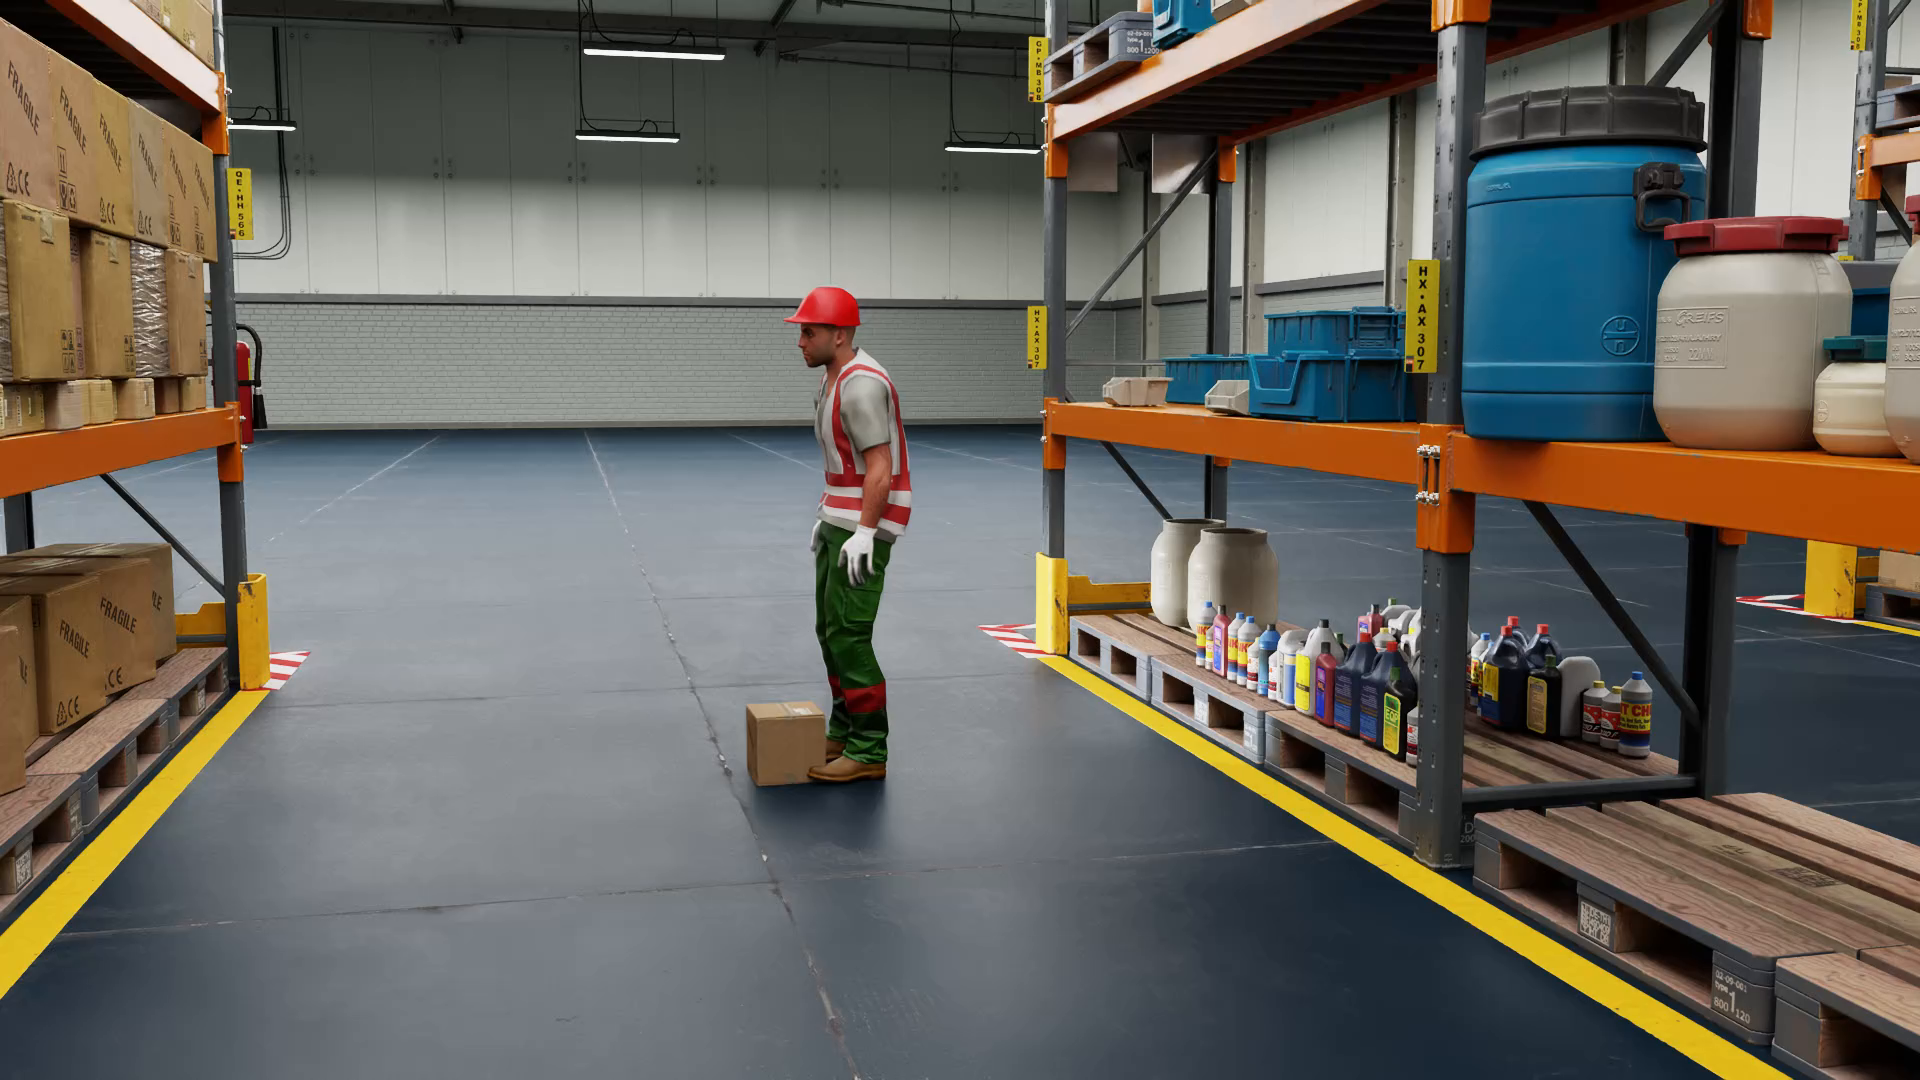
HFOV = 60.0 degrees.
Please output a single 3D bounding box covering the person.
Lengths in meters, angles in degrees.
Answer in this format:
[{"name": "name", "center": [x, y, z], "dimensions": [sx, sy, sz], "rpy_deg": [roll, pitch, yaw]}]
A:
[{"name": "person", "center": [-0.419, -0.024, 6.055], "dimensions": [0.454, 1.777, 0.606], "rpy_deg": [-2, 6, -16]}]
